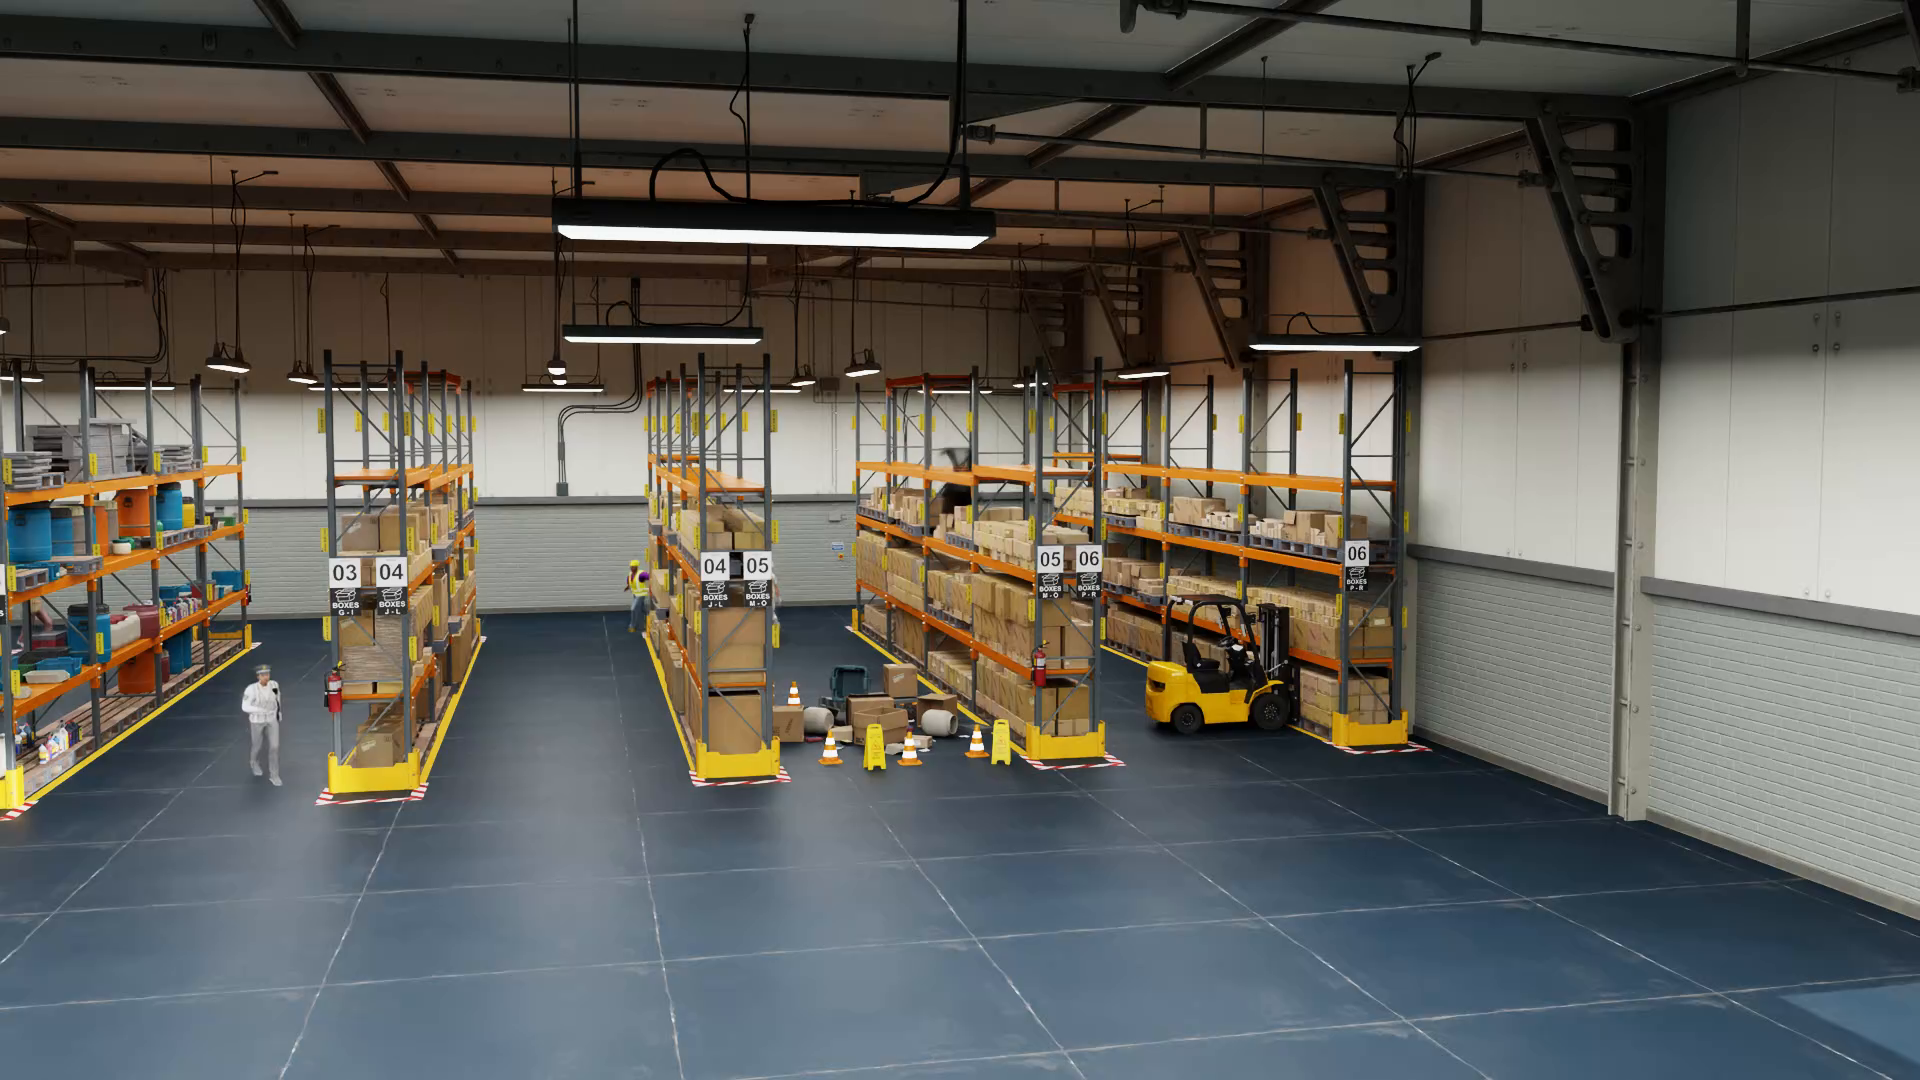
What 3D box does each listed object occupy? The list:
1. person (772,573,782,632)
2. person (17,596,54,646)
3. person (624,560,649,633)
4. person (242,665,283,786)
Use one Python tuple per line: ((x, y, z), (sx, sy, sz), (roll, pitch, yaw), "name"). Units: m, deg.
((-4.544, 1.381, 39.163), (0.644, 1.777, 0.601), (-2, 4, -25), "person")
((-20.614, 1.600, 36.997), (0.874, 1.694, 0.574), (1, 4, 14), "person")
((-7.699, 1.350, 40.151), (0.884, 1.761, 0.686), (-4, 5, -42), "person")
((-9.727, 2.541, 23.183), (0.550, 1.664, 0.964), (-3, 5, -32), "person")
